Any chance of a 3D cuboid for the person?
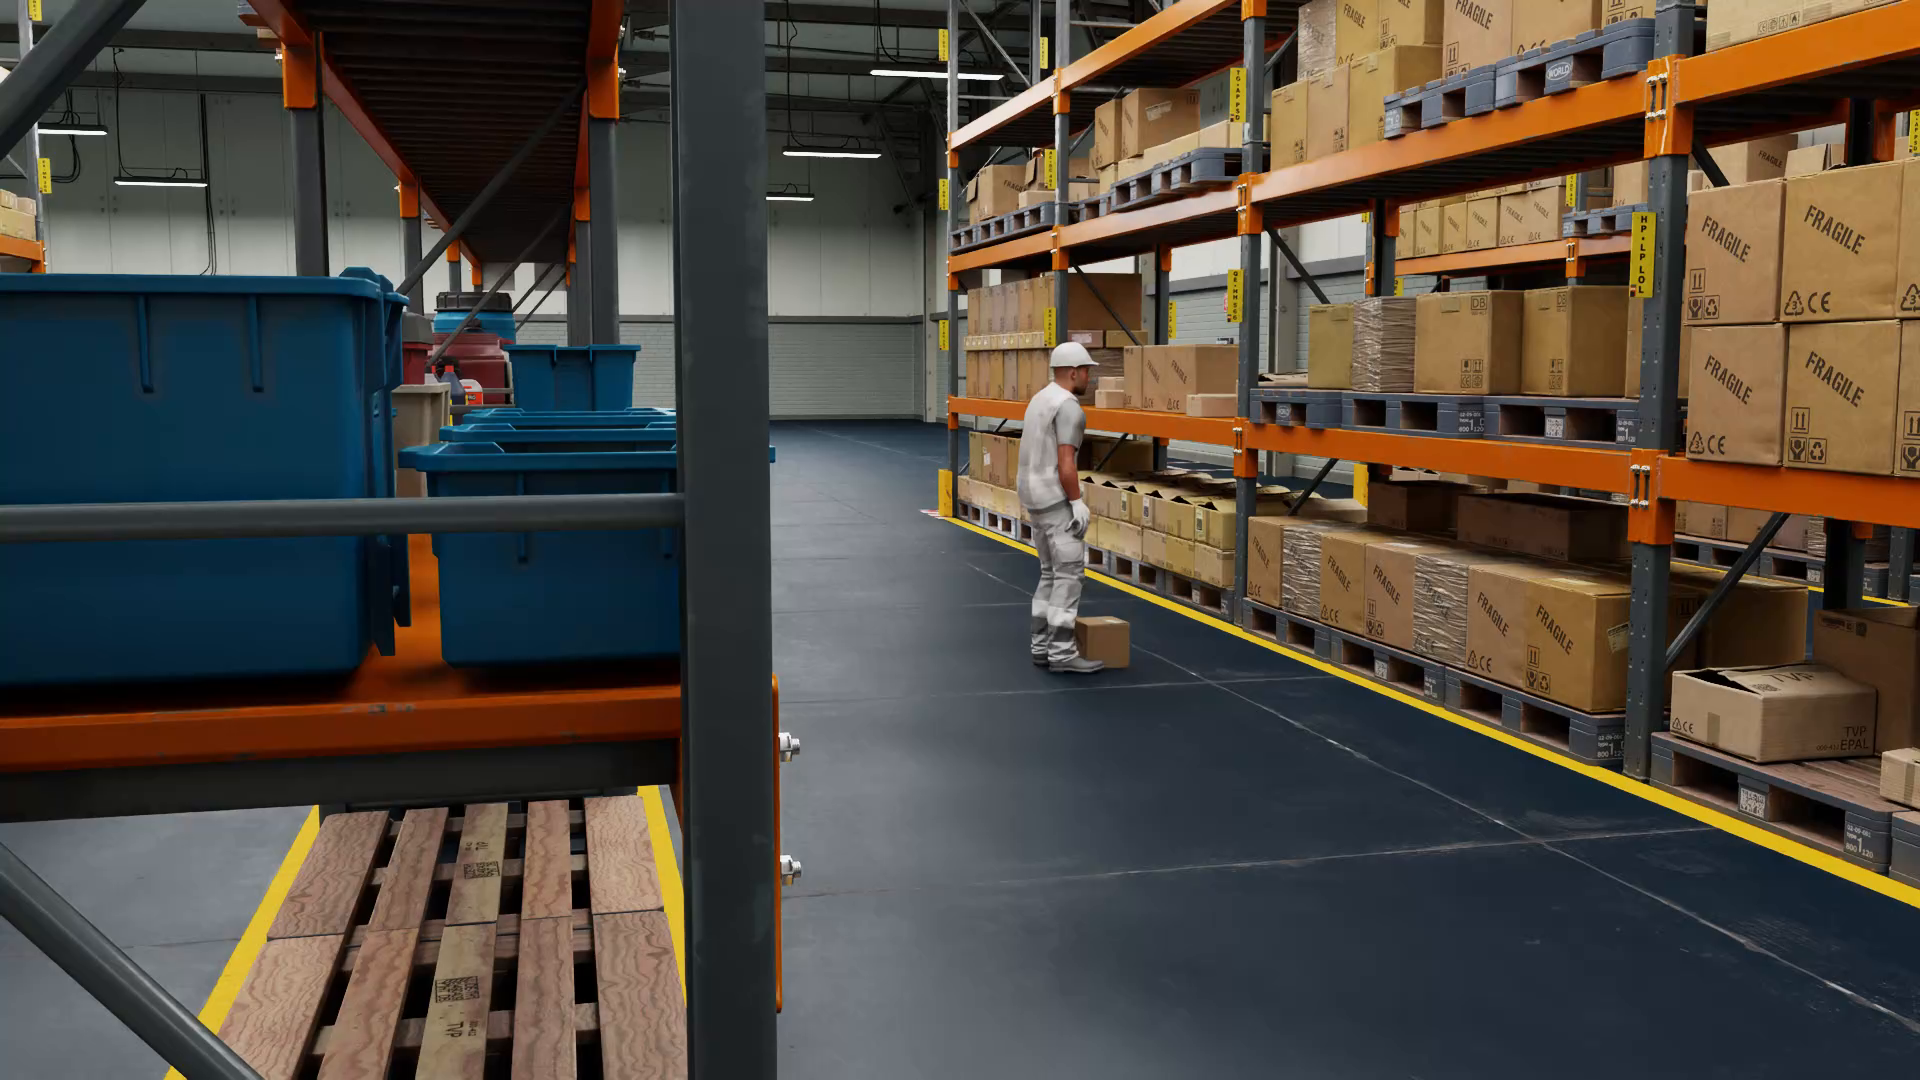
[{"bbox_3d":[0.552,-0.184,9.074,0.454,1.777,0.608,-2,6,-16],"label":"person"}]
